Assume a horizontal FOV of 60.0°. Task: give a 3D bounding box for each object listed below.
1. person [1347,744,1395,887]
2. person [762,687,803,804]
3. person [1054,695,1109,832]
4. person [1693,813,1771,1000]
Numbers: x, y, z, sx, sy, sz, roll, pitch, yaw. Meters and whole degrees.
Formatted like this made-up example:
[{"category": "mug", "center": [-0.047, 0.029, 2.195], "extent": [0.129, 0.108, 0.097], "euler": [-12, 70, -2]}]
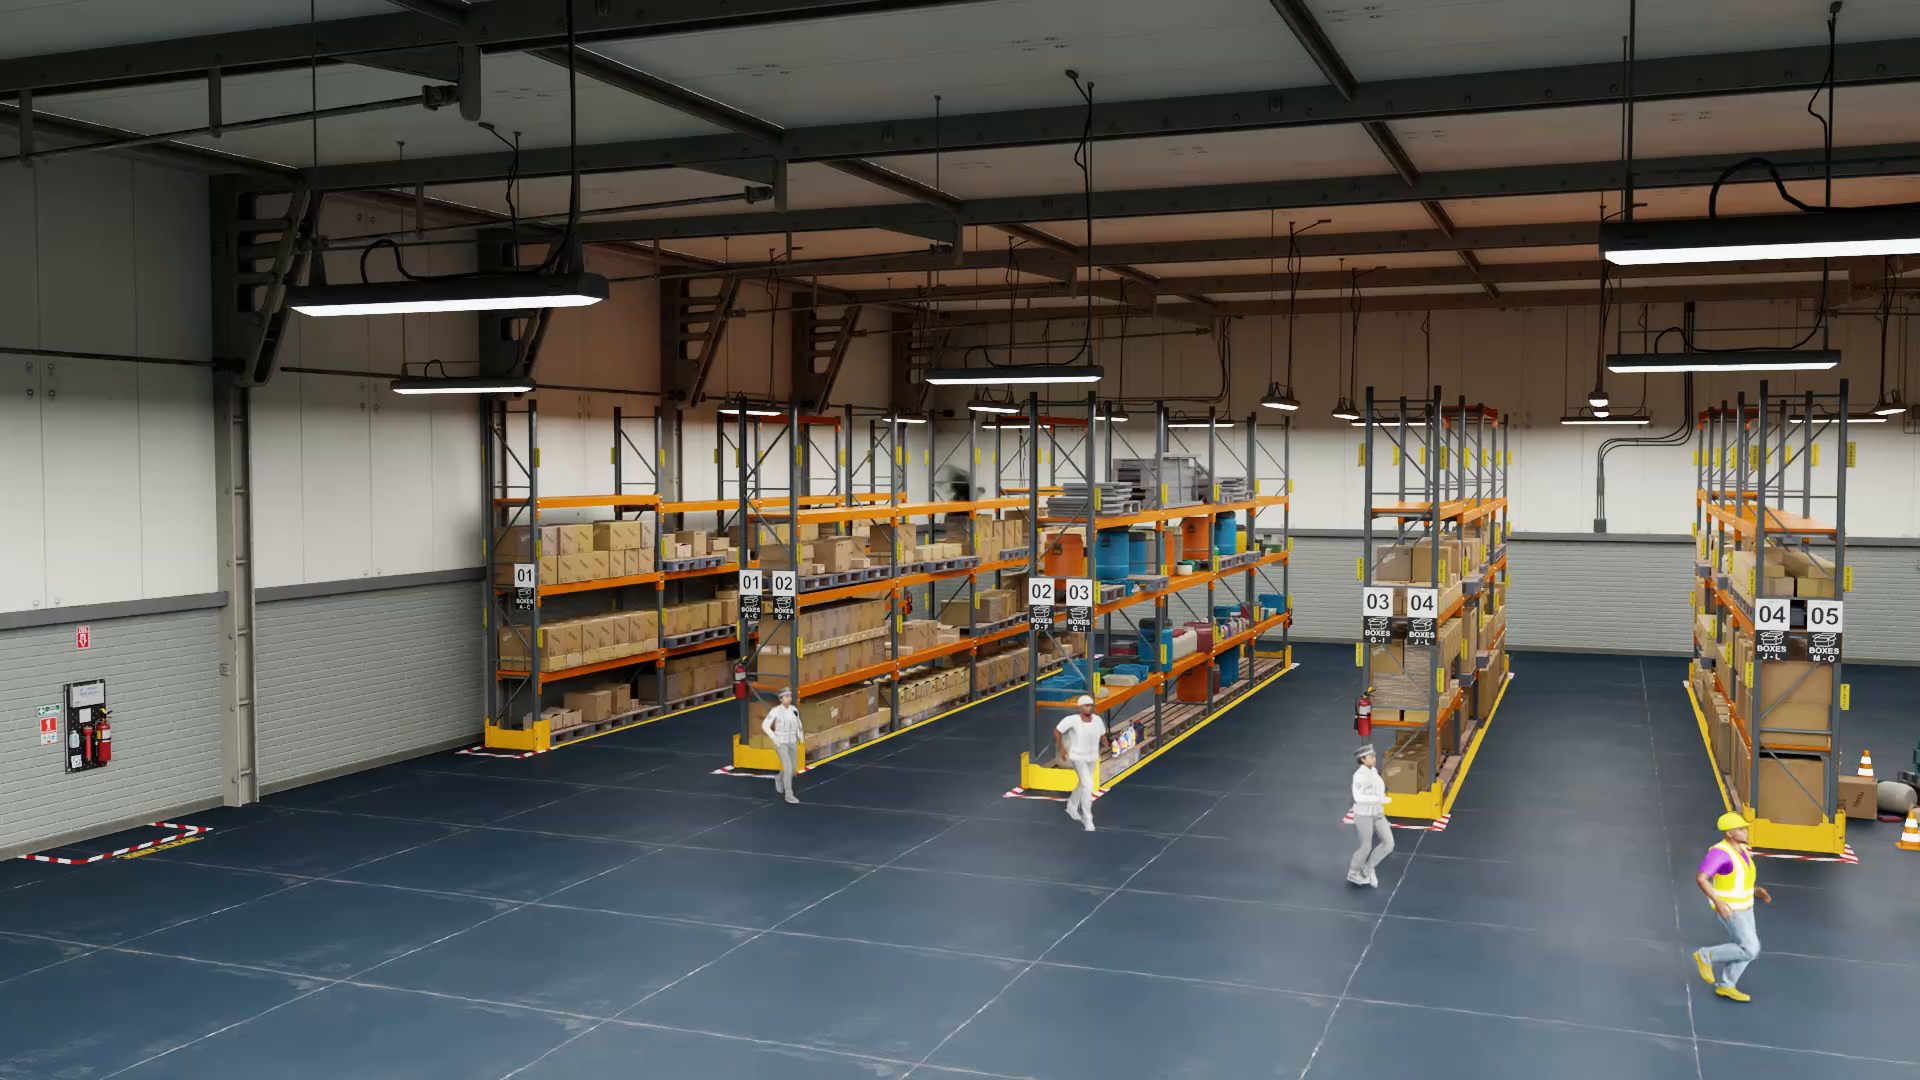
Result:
[{"category": "person", "center": [4.800, 3.207, 19.327], "extent": [0.596, 1.690, 0.614], "euler": [-3, 4, -43]}, {"category": "person", "center": [-2.564, 2.968, 24.249], "extent": [0.640, 1.675, 0.644], "euler": [-2, 4, -39]}, {"category": "person", "center": [1.688, 3.010, 22.614], "extent": [0.680, 1.819, 0.794], "euler": [-2, 3, -34]}, {"category": "person", "center": [7.148, 3.388, 15.393], "extent": [0.708, 1.723, 0.583], "euler": [-3, 4, -43]}]
